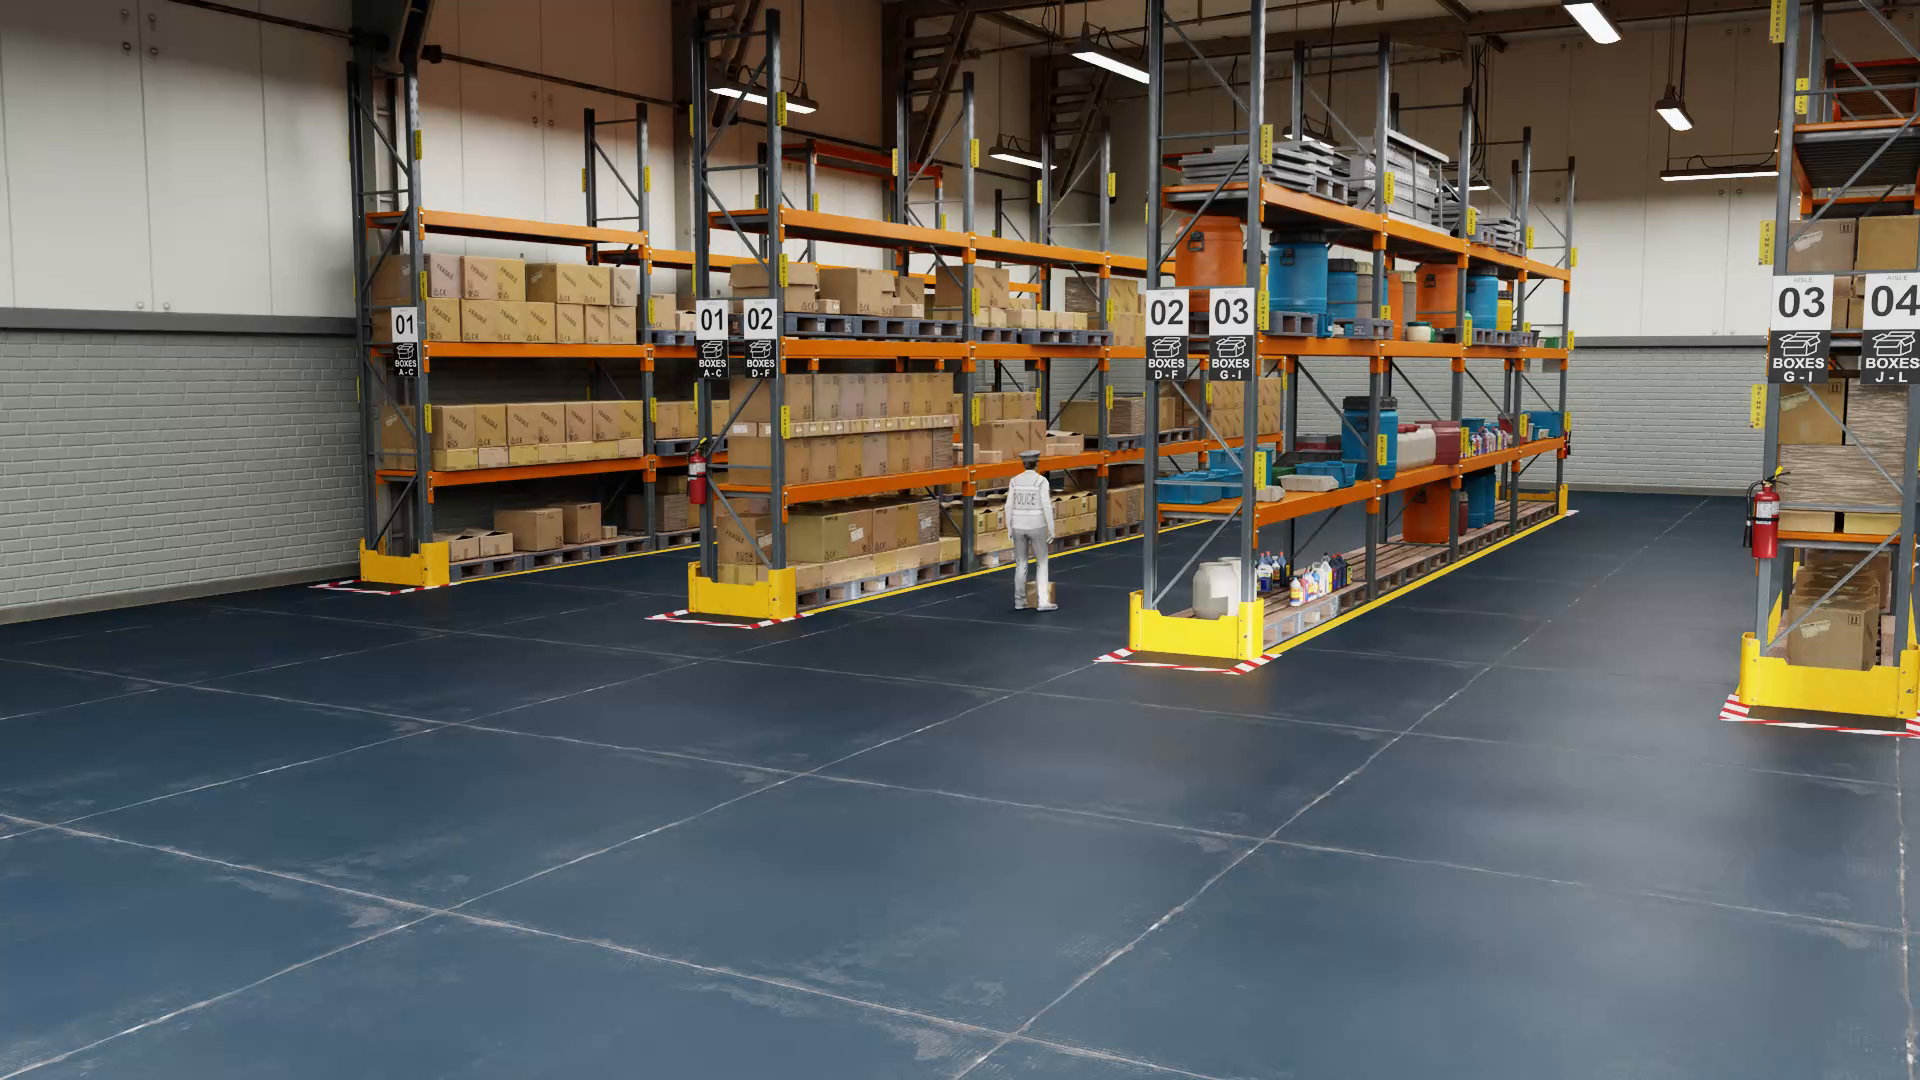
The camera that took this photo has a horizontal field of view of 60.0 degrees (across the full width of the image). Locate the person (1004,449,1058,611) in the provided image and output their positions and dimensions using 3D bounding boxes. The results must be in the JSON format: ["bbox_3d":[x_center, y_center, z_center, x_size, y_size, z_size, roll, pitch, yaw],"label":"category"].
[{"bbox_3d":[0.728,-0.103,17.306,0.546,1.667,0.369,3,7,26],"label":"person"}]
